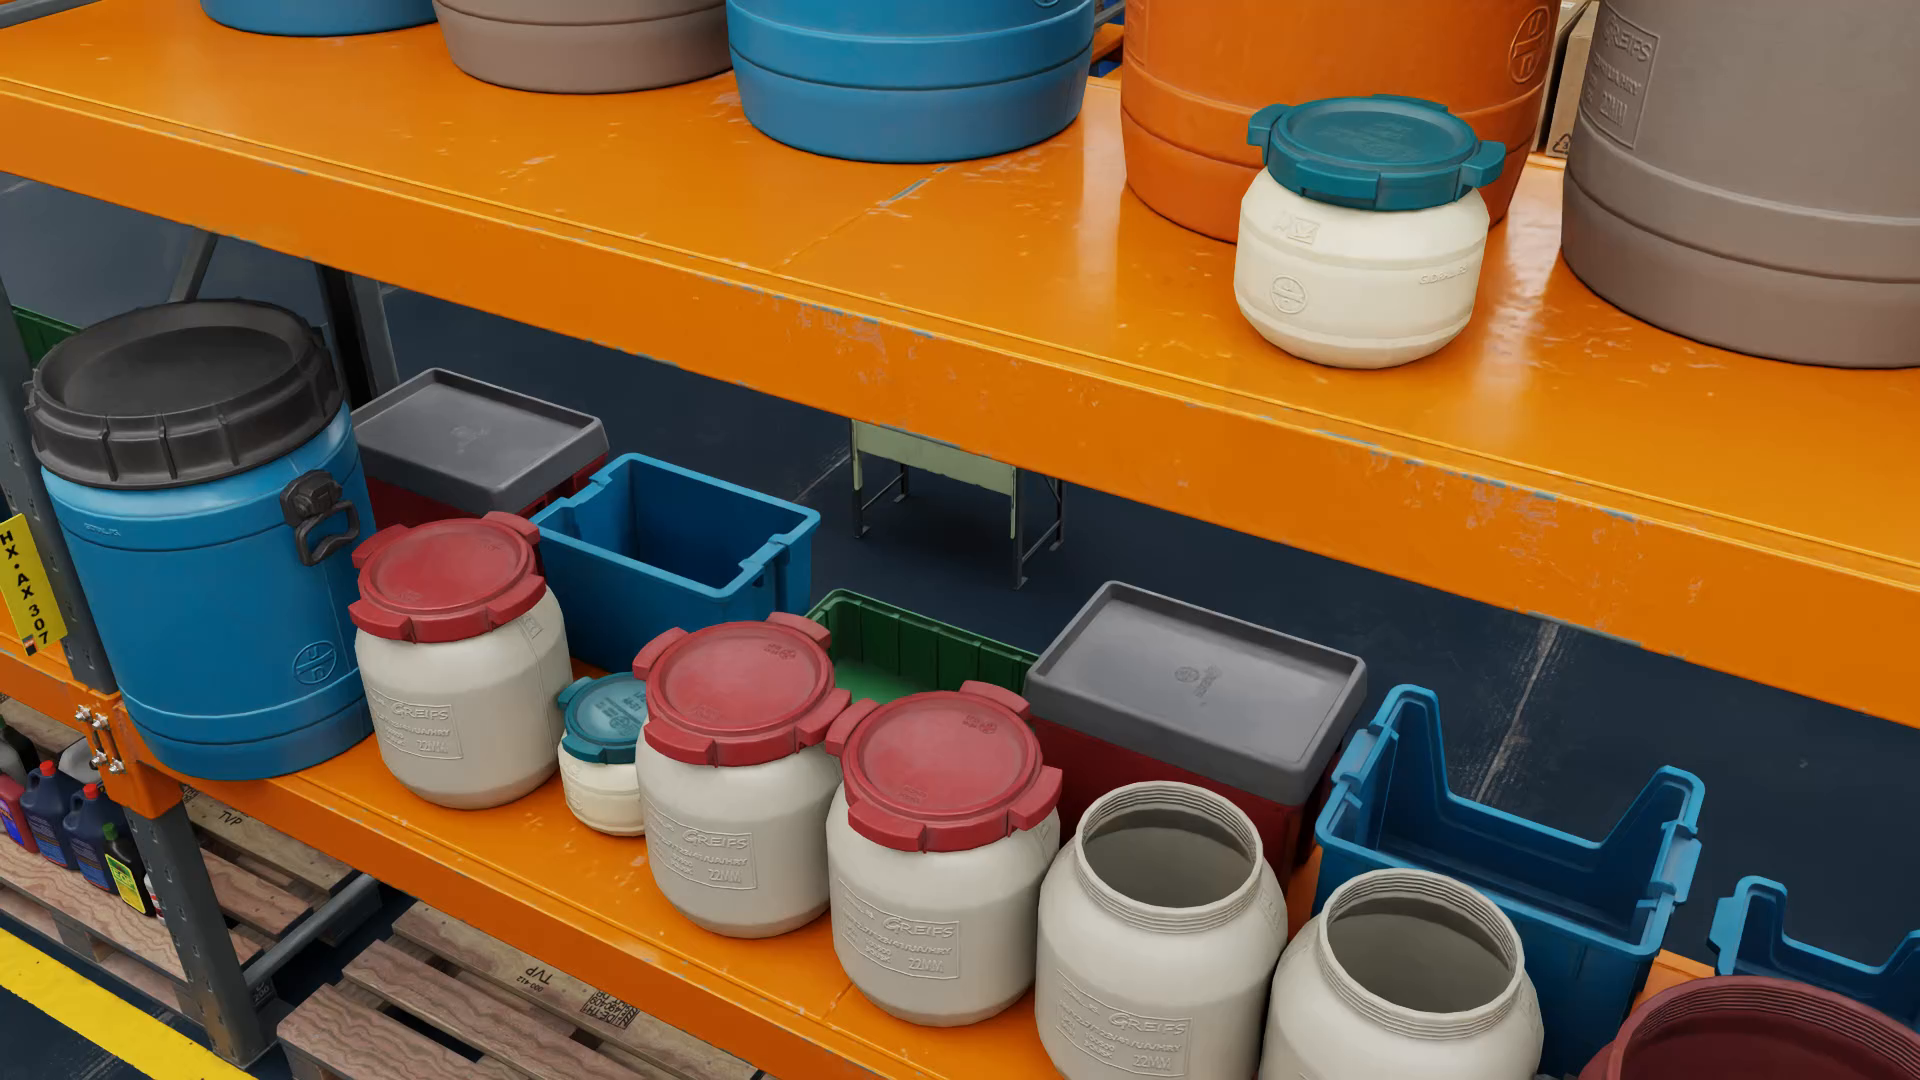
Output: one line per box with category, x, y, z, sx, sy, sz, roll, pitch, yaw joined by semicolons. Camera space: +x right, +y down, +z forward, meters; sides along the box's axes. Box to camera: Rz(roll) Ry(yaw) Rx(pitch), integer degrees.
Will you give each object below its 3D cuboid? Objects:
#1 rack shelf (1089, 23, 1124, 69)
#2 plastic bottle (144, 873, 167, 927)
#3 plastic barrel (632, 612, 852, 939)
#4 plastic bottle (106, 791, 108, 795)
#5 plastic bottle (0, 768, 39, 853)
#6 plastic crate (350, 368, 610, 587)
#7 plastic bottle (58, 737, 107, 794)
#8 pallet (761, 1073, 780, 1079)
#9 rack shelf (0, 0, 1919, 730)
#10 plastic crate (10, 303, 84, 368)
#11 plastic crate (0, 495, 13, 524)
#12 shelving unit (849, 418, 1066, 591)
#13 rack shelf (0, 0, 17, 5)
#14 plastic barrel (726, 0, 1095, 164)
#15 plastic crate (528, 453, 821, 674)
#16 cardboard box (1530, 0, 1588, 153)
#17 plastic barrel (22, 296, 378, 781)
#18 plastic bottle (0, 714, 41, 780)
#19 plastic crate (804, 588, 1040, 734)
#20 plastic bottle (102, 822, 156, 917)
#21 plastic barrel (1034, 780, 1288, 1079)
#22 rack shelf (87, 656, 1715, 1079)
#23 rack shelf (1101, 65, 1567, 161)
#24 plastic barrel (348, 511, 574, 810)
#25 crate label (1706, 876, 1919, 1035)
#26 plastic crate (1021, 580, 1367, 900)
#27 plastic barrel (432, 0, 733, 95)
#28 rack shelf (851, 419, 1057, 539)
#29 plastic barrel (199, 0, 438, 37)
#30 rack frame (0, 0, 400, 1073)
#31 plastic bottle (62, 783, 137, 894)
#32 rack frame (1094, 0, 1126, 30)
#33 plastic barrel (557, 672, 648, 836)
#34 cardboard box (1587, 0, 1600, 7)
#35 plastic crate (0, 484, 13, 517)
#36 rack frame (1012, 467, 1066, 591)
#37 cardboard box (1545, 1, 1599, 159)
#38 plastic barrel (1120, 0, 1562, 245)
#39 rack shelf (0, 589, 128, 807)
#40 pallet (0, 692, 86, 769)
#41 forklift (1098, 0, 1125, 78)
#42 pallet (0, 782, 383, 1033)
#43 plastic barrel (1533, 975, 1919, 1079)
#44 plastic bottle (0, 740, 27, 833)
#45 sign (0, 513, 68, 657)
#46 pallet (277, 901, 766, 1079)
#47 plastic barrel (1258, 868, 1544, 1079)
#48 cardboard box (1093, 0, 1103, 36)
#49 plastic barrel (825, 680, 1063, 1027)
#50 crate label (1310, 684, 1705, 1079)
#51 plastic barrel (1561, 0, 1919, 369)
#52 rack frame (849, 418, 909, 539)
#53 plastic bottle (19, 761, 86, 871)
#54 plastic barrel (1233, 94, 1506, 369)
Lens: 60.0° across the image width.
rack shelf;-1.040;-2.679;8.715;4.000;0.370;1.077;18;37;24
plastic bottle;-2.234;0.986;4.690;0.097;0.201;0.097;0;34;0
plastic barrel;-0.406;0.468;3.218;0.433;0.535;0.433;0;34;0
plastic bottle;-2.396;0.766;4.886;0.185;0.351;0.144;18;37;24
plastic bottle;-2.796;0.786;4.917;0.133;0.283;0.061;20;39;27
plastic crate;-1.193;-0.086;4.115;0.583;0.464;0.402;18;37;24
plastic bottle;-2.582;0.736;4.999;0.135;0.276;0.152;18;37;24
pallet;0.000;1.647;4.086;1.213;0.211;1.003;18;37;24
rack shelf;-0.028;-0.445;2.654;4.000;0.370;1.077;18;37;24
plastic crate;-2.803;-0.466;4.935;0.662;0.188;0.450;18;37;24
plastic crate;-2.860;-0.157;4.414;0.616;0.251;0.499;18;37;24
shelving unit;-0.006;-0.626;6.337;0.755;1.500;0.431;18;37;24
rack shelf;-3.501;-1.545;4.306;4.000;0.370;1.077;18;37;24
plastic barrel;-0.080;-1.108;2.548;0.708;0.901;0.600;18;37;24
plastic crate;-0.653;0.115;3.886;0.575;0.384;0.392;18;37;24
cardboard box;2.247;-1.968;6.909;0.500;0.500;0.500;18;38;24
plastic barrel;-1.580;-0.002;3.595;0.708;0.901;0.600;18;37;24
plastic bottle;-2.886;0.666;5.098;0.133;0.283;0.061;18;37;24
plastic crate;-0.113;0.386;3.656;0.662;0.188;0.450;18;37;24
plastic bottle;-2.346;0.928;4.703;0.133;0.283;0.061;20;38;27
plastic barrel;0.343;0.712;2.874;0.421;0.512;0.421;0;34;0
rack shelf;-0.028;0.804;3.485;4.000;0.370;1.077;18;37;24
rack shelf;2.433;-1.579;7.063;4.000;0.370;1.077;18;37;24
plastic barrel;-1.043;0.267;3.521;0.433;0.535;0.433;0;34;0
crate label;1.528;0.828;2.951;0.416;0.233;0.303;18;37;24
plastic crate;0.457;0.436;3.331;0.583;0.464;0.402;18;37;24
plastic barrel;-0.648;-1.287;2.818;0.600;0.901;0.600;0;34;0
rack shelf;-0.006;-0.355;6.518;0.720;0.370;0.431;18;37;24
plastic barrel;-1.216;-1.467;3.089;0.708;0.901;0.600;18;37;24
rack frame;-1.765;-0.046;4.112;0.127;3.000;1.000;18;37;24
plastic bottle;-2.467;0.836;4.782;0.185;0.351;0.144;17;37;23
rack frame;0.696;-2.428;7.690;0.127;3.000;1.000;18;37;24
plastic barrel;-0.692;0.450;3.493;0.301;0.262;0.301;0;34;0
cardboard box;4.272;-3.643;11.373;0.500;0.500;0.700;17;37;23
plastic crate;-2.156;-0.225;4.437;0.504;0.338;0.767;18;37;24
rack frame;0.312;-0.525;6.186;0.023;1.500;0.400;18;37;24
cardboard box;2.704;-1.823;6.692;0.500;0.500;0.500;16;37;22
plastic barrel;0.535;-0.883;2.276;0.708;0.830;0.600;18;37;24
rack shelf;-3.501;-0.296;5.137;4.000;0.370;1.077;18;37;24
pallet;-3.391;0.575;5.695;1.213;0.211;1.003;18;37;24
forklift;2.384;-3.534;9.412;3.031;2.935;1.130;15;37;22
pallet;-2.327;0.910;5.192;1.213;0.211;1.003;18;37;24
plastic barrel;1.155;1.016;2.395;0.708;0.536;0.600;18;37;24
plastic bottle;-2.914;0.694;4.995;0.185;0.351;0.144;17;37;24
sign;-2.047;0.101;3.642;0.005;0.325;0.100;18;37;24
pallet;-1.064;1.312;4.589;1.213;0.211;1.003;18;37;24
plastic barrel;0.709;0.828;2.700;0.421;0.512;0.421;0;34;0
cardboard box;0.308;-2.589;7.841;0.500;0.500;0.700;17;37;23
plastic barrel;-0.030;0.587;3.039;0.433;0.535;0.433;0;34;0
crate label;0.980;0.636;3.056;0.616;0.435;0.502;18;37;24
plastic barrel;1.103;-0.733;1.986;0.600;0.901;0.600;0;34;0
rack frame;-0.324;-0.727;6.488;0.023;1.500;0.400;18;37;24
plastic bottle;-2.634;0.783;4.861;0.185;0.351;0.144;16;37;22
plastic barrel;0.488;-0.374;2.024;0.301;0.262;0.301;0;34;0
